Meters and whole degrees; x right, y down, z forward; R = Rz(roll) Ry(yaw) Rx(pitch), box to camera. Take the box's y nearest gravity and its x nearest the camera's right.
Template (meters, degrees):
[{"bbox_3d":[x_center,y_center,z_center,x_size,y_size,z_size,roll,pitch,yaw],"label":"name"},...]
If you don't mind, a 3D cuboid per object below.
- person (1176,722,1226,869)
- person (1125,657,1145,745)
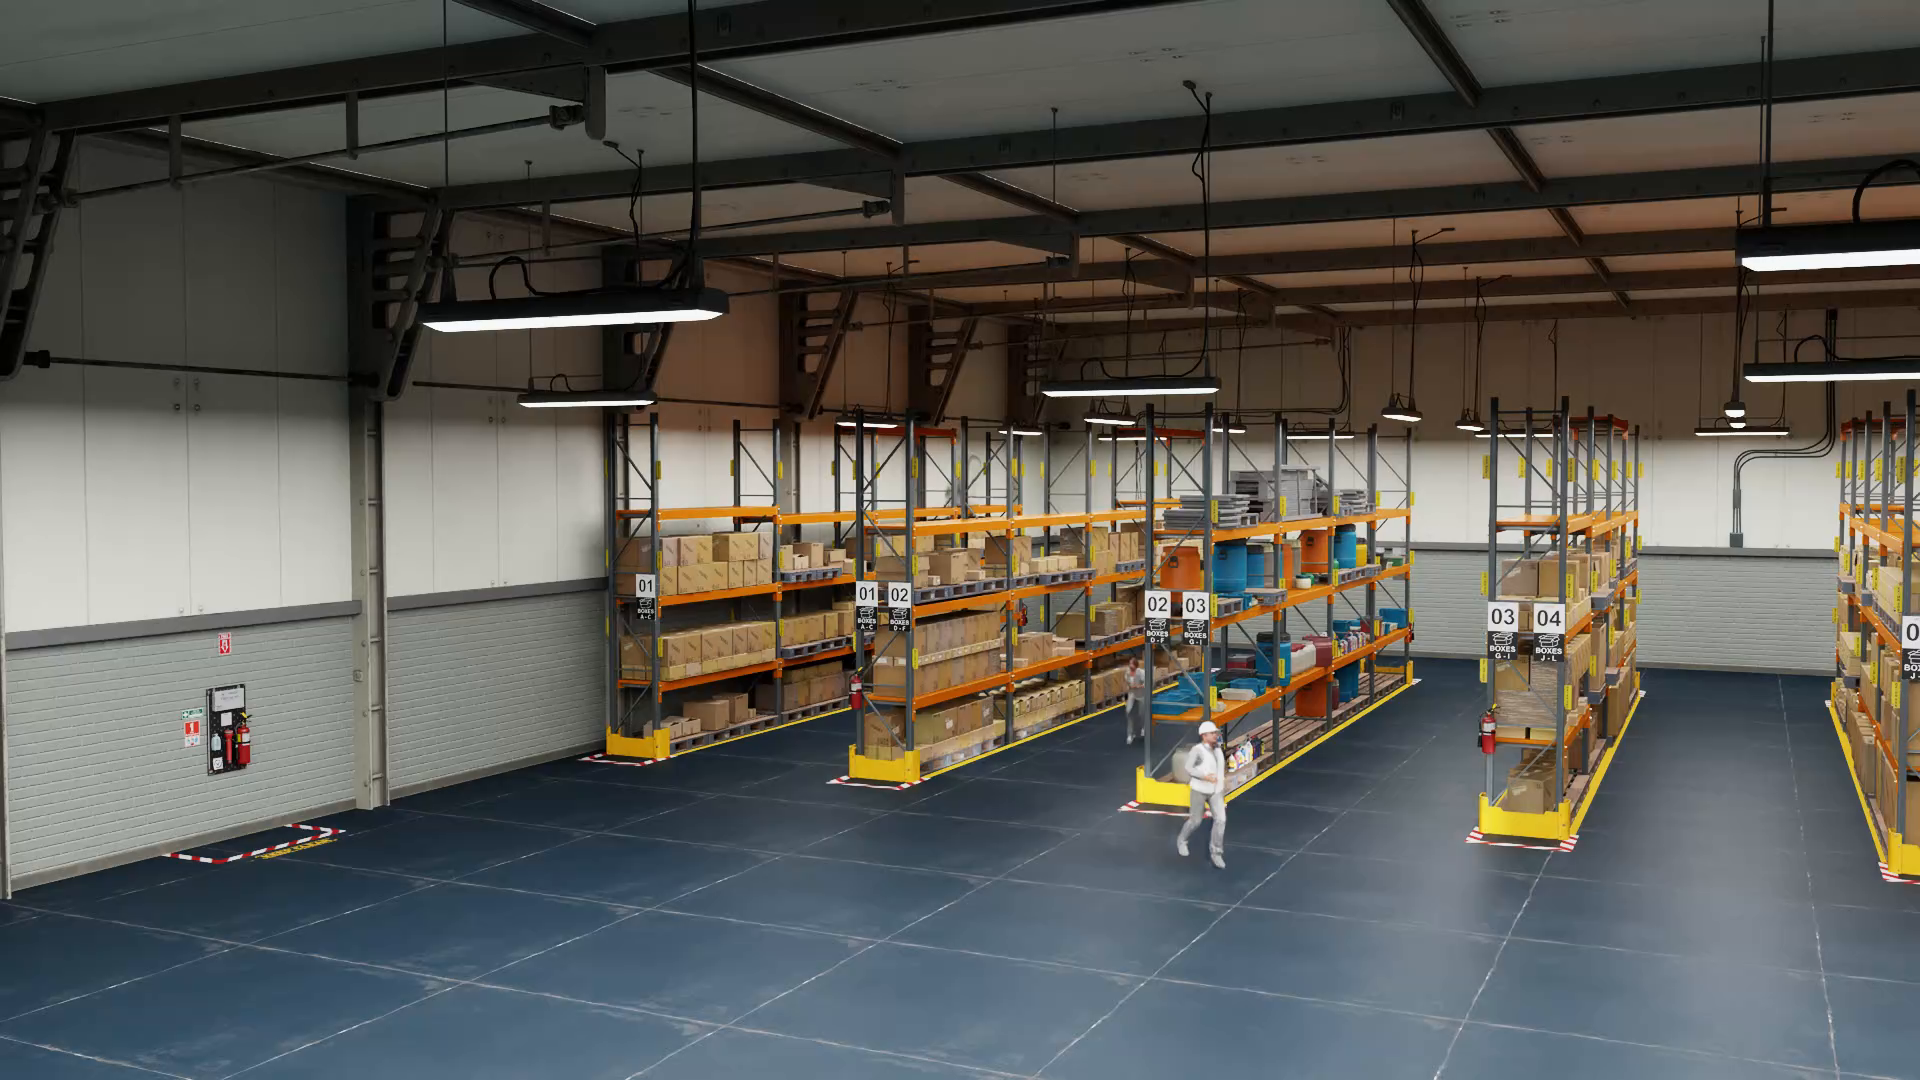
[{"bbox_3d":[3.151,3.220,21.239,0.692,1.804,0.867,-1,3,-28],"label":"person"},{"bbox_3d":[3.279,2.933,30.618,0.537,1.596,0.910,1,3,23],"label":"person"}]
